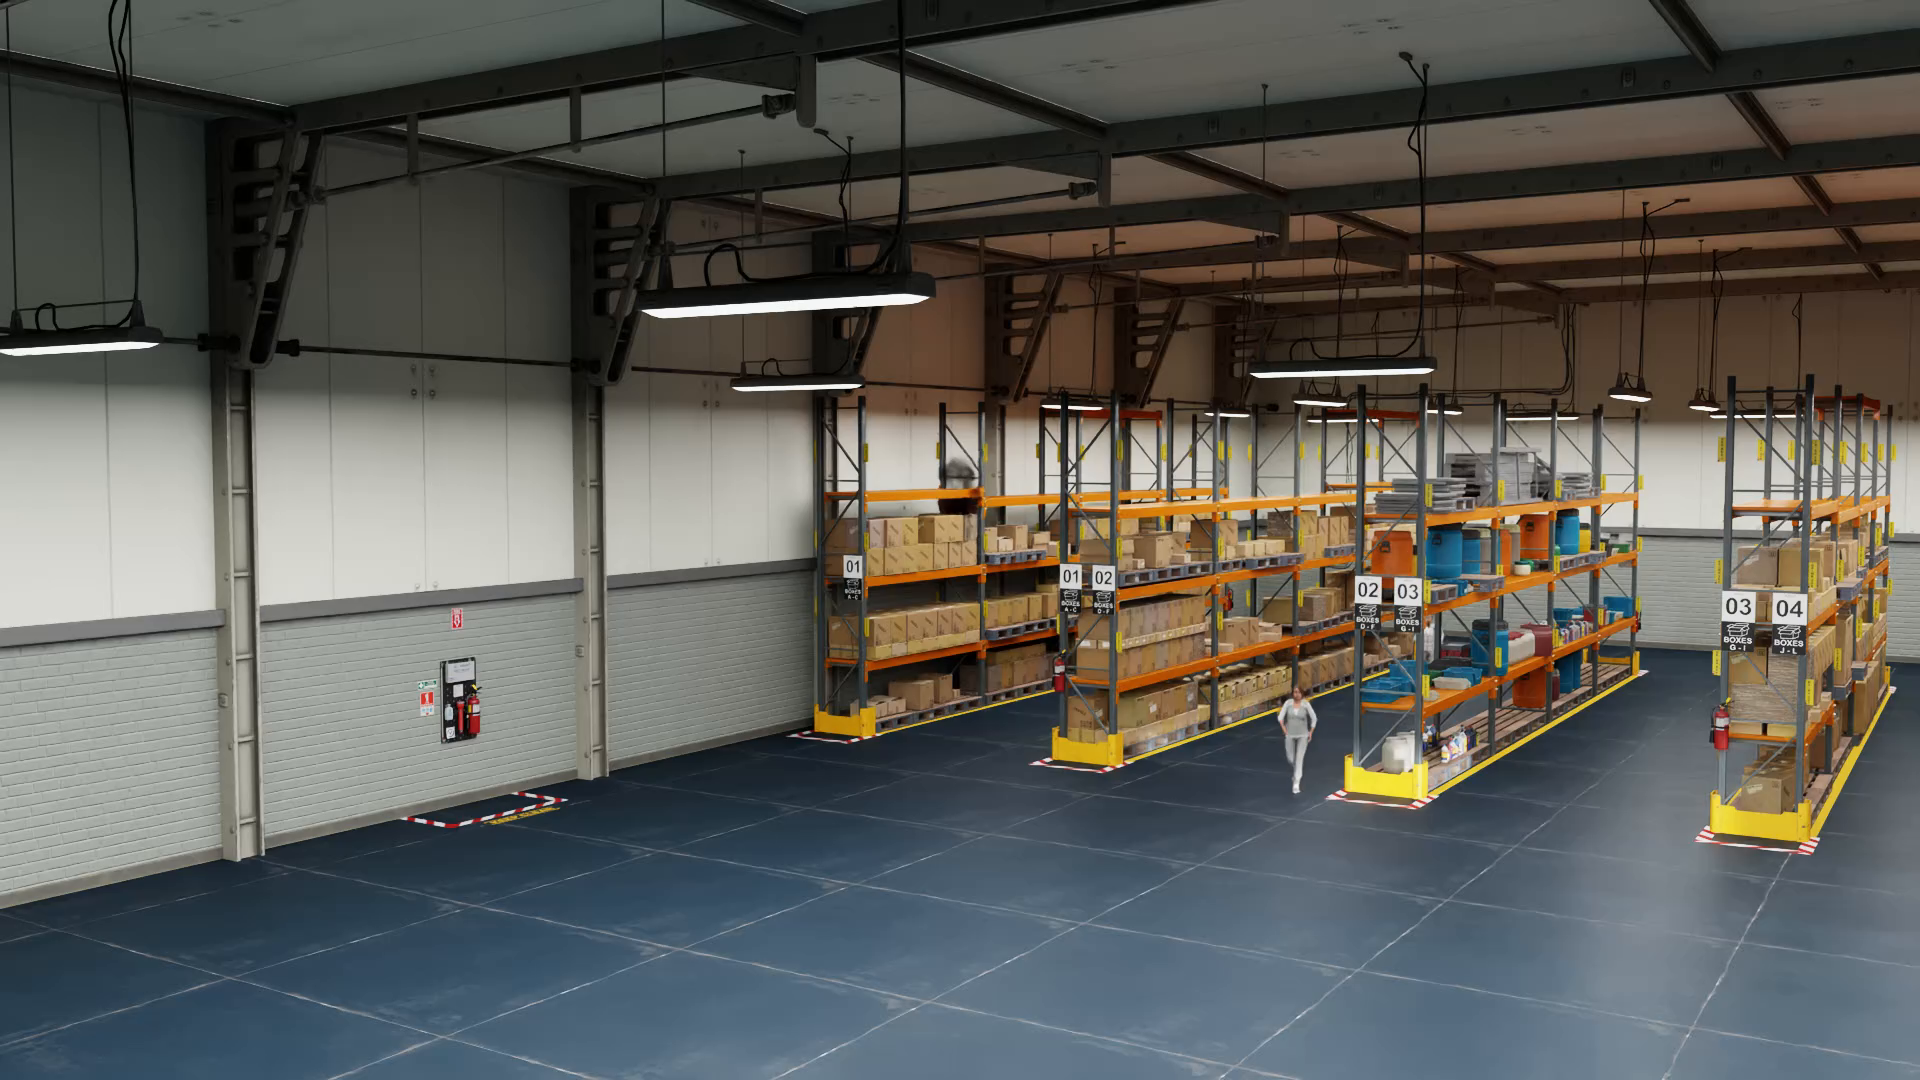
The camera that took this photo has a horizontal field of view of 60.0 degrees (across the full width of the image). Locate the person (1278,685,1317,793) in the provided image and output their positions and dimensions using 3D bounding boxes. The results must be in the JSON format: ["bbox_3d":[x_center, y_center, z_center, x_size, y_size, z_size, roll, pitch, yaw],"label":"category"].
[{"bbox_3d":[5.017,2.934,24.746,0.575,1.577,0.578,1,3,20],"label":"person"}]

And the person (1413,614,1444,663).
[{"bbox_3d":[9.704,2.326,34.485,0.612,1.698,0.919,1,3,20],"label":"person"}]
